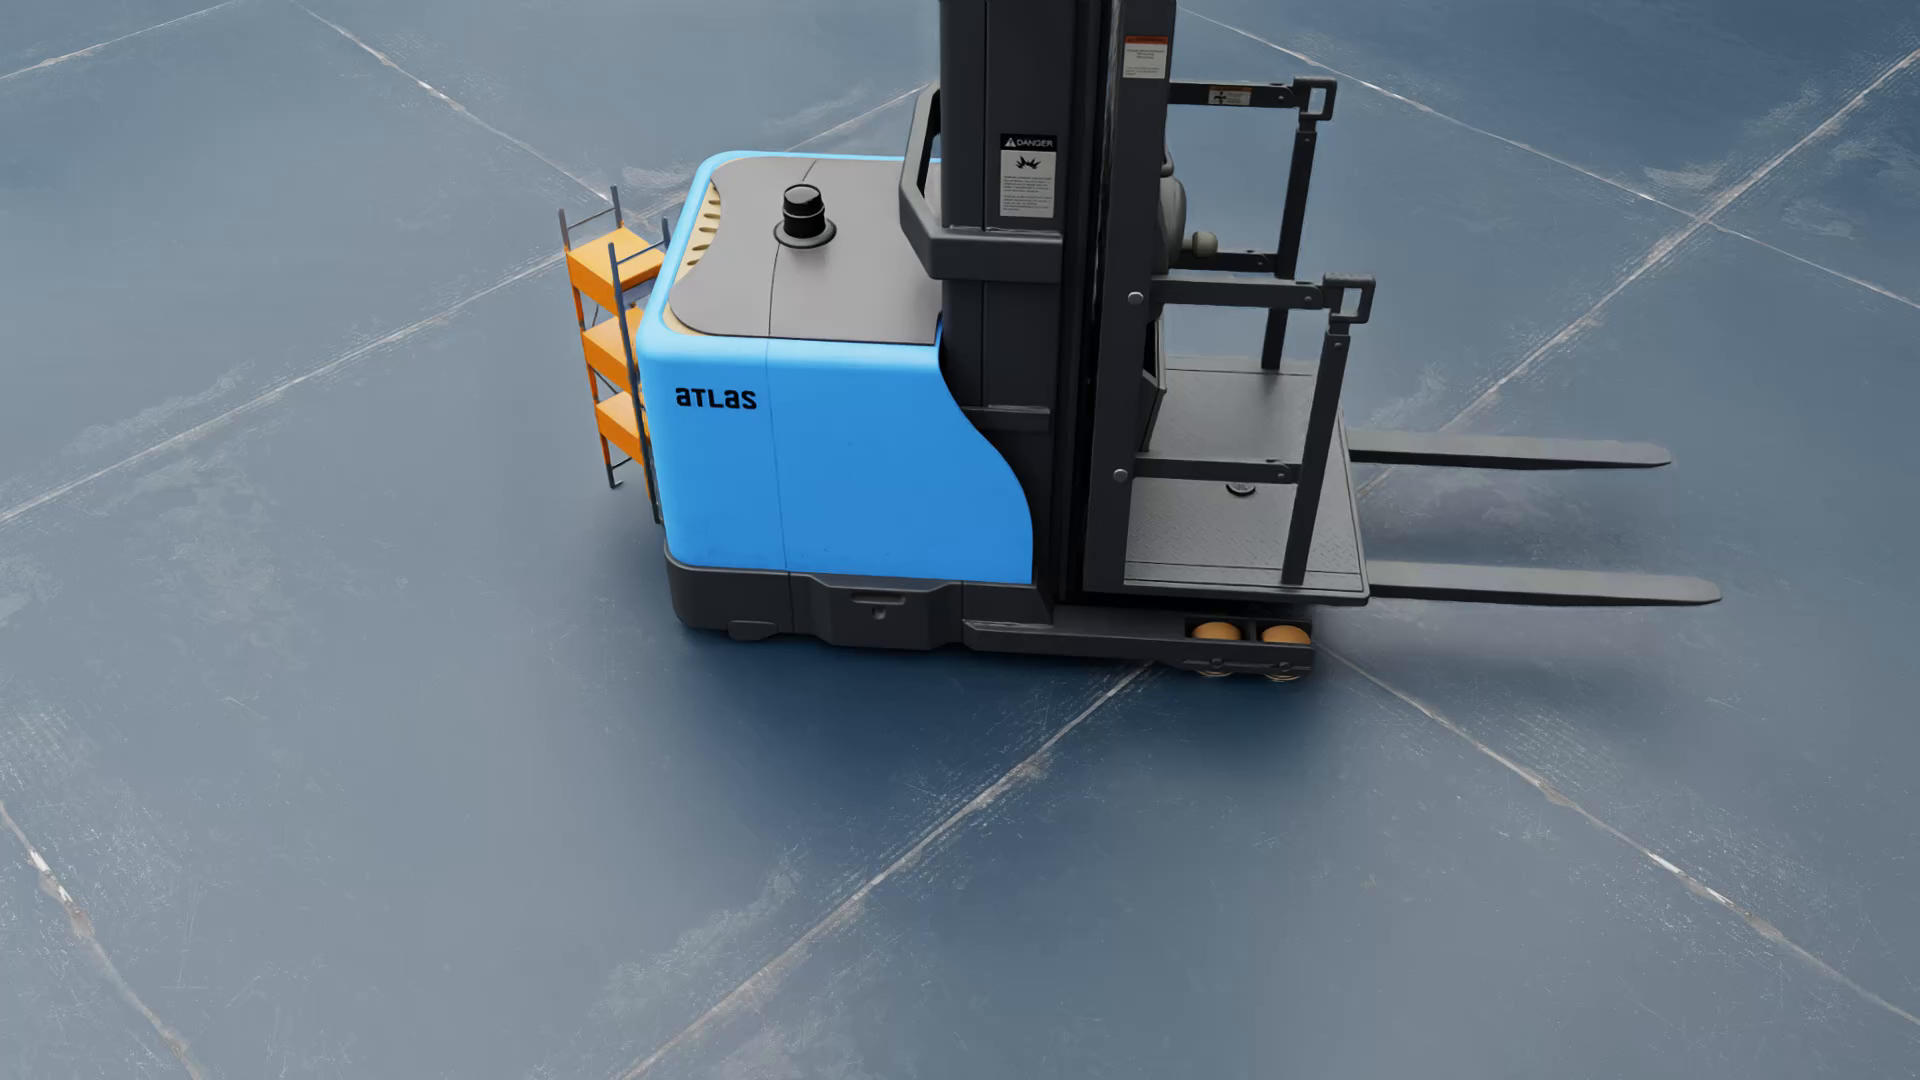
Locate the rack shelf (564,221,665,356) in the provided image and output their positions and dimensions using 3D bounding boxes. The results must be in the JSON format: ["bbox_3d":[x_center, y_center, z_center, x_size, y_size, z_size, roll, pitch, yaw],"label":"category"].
[{"bbox_3d":[-0.984,-0.739,4.872,0.215,0.259,0.240,-33,52,-30],"label":"rack shelf"}]

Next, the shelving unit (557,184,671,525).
[{"bbox_3d":[-0.985,-0.539,5.058,0.215,1.050,0.252,-33,52,-30],"label":"shelving unit"}]

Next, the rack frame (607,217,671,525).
[{"bbox_3d":[-0.900,-0.479,4.994,0.200,1.050,0.008,-33,52,-30],"label":"rack frame"}]

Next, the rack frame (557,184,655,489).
[{"bbox_3d":[-1.069,-0.599,5.122,0.200,1.050,0.008,-33,52,-30],"label":"rack frame"}]

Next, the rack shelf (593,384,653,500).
[{"bbox_3d":[-0.985,-0.328,5.255,0.215,0.259,0.240,-33,52,-30],"label":"rack shelf"}]

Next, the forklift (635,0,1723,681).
[{"bbox_3d":[0.690,-1.047,4.223,3.031,2.935,1.130,3,43,3],"label":"forklift"}]

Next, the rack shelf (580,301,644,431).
[{"bbox_3d":[-0.985,-0.531,5.066,0.215,0.259,0.240,-33,52,-30],"label":"rack shelf"}]
